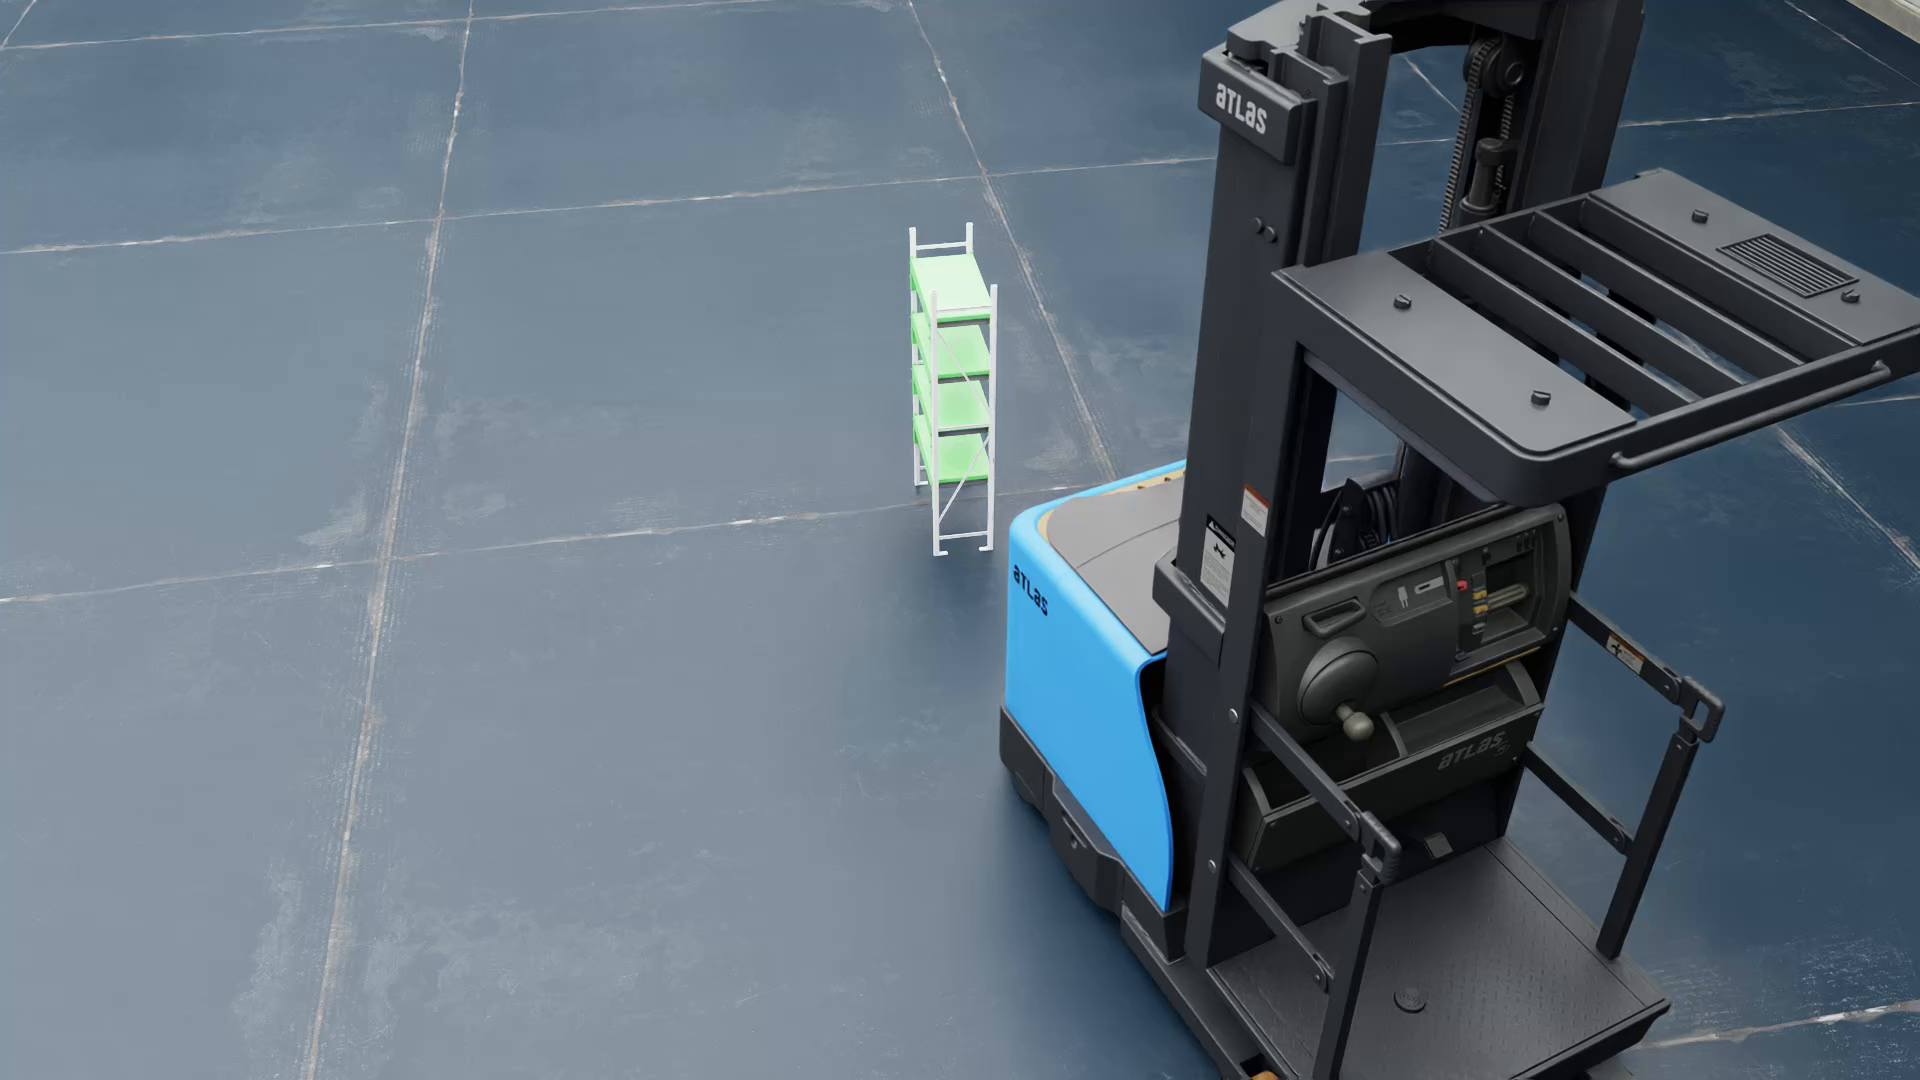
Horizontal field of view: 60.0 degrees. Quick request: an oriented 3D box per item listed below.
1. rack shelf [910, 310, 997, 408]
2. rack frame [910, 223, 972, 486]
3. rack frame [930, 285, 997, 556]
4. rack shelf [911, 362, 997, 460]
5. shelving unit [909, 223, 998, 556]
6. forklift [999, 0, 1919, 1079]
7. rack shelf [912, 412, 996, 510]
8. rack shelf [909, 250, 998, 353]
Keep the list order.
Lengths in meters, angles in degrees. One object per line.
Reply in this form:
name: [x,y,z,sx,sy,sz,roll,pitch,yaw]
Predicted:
rack shelf: [-0.029,-0.713,6.403,0.258,0.148,0.480,-6,38,-8]
rack frame: [-0.072,-0.721,6.700,0.240,1.200,0.015,-6,38,-8]
rack frame: [0.014,-0.426,6.321,0.240,1.200,0.015,-6,38,-8]
rack shelf: [-0.029,-0.523,6.550,0.258,0.148,0.480,-6,38,-8]
shelving unit: [-0.029,-0.574,6.511,0.258,1.200,0.503,-6,38,-8]
forklift: [1.257,0.278,4.003,1.130,2.935,3.031,-18,41,-21]
rack shelf: [-0.029,-0.334,6.697,0.258,0.148,0.480,-6,38,-8]
rack shelf: [-0.029,-0.902,6.255,0.258,0.148,0.480,-6,38,-8]
